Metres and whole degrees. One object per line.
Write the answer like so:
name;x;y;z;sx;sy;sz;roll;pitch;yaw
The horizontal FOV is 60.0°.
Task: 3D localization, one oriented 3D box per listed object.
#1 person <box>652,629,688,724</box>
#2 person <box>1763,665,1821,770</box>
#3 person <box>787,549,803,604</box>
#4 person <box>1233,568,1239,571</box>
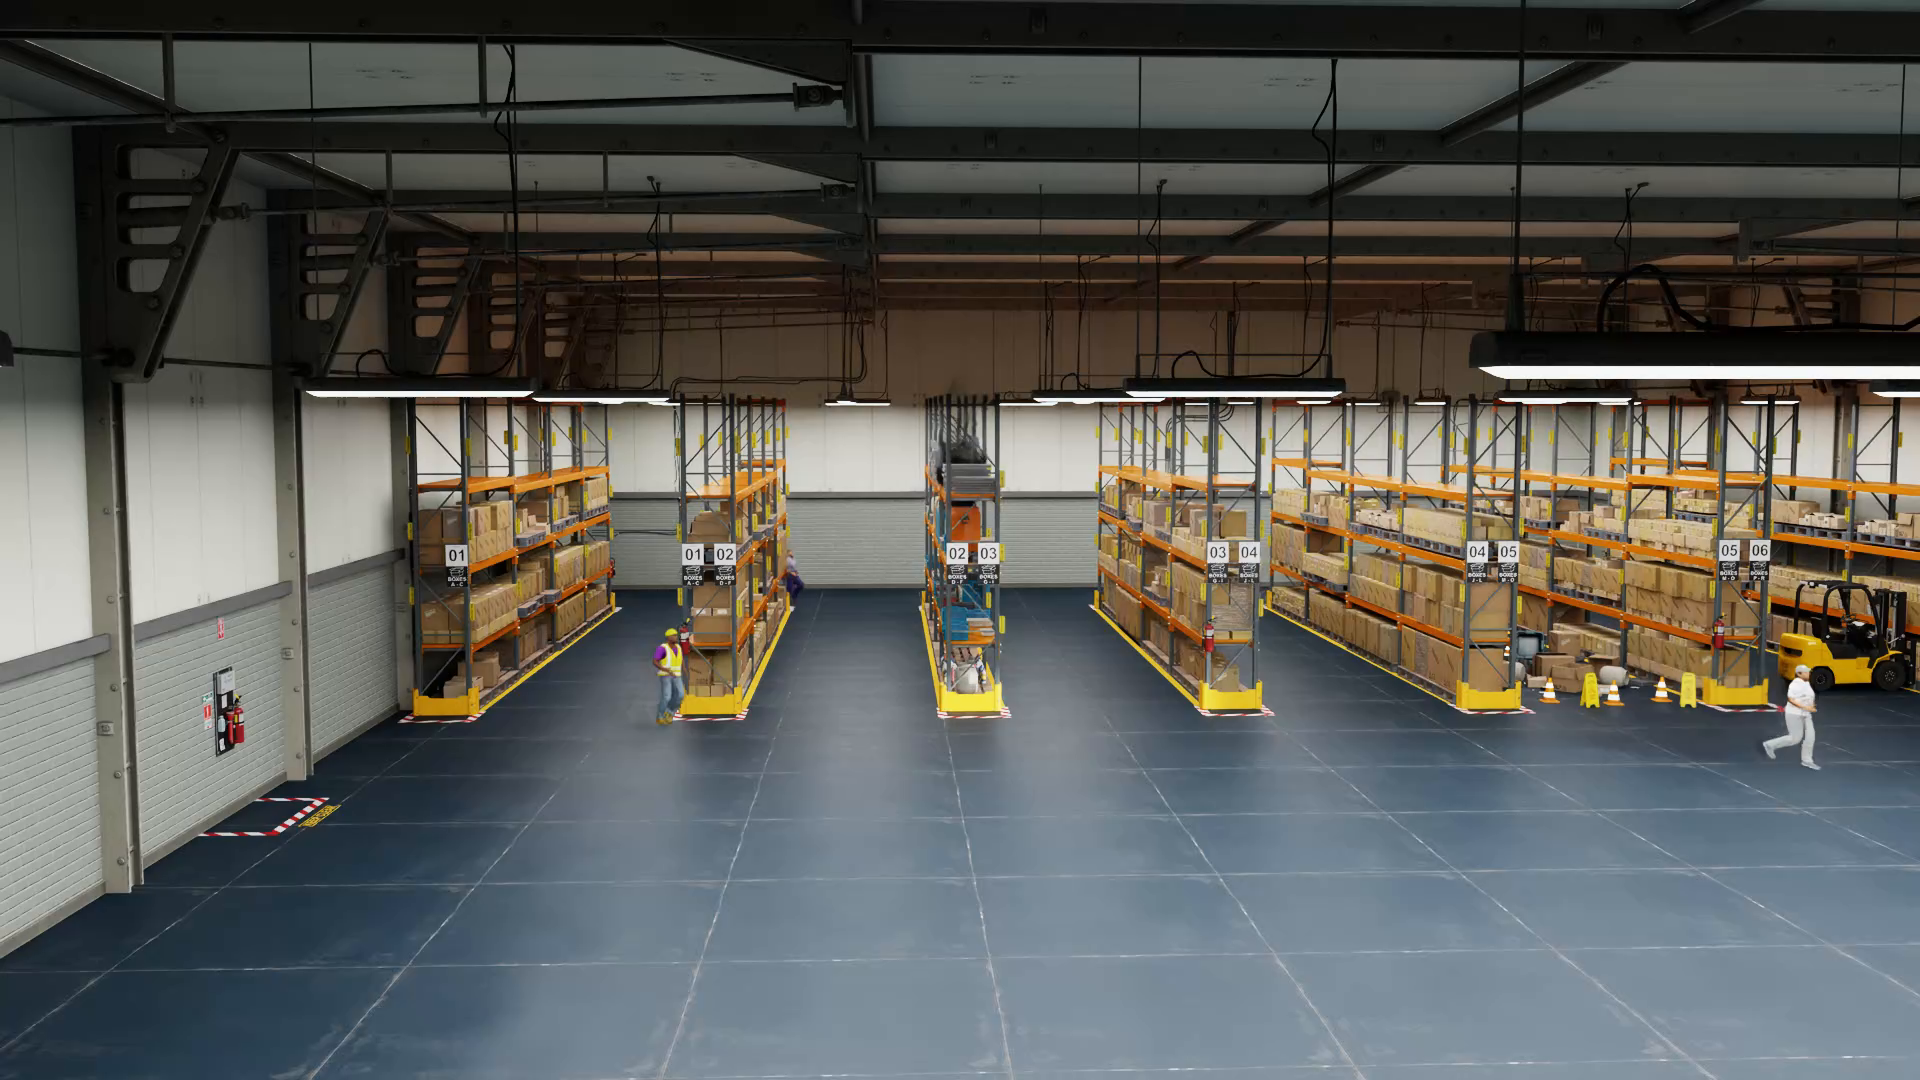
person;-5.219;2.472;30.177;0.565;1.717;0.776;4;6;43
person;13.383;2.811;26.636;0.615;1.669;0.828;-4;6;-43
person;-4.927;1.076;48.612;0.618;1.626;0.613;2;5;25
person;7.726;1.098;47.946;0.672;1.635;0.913;3;5;30
